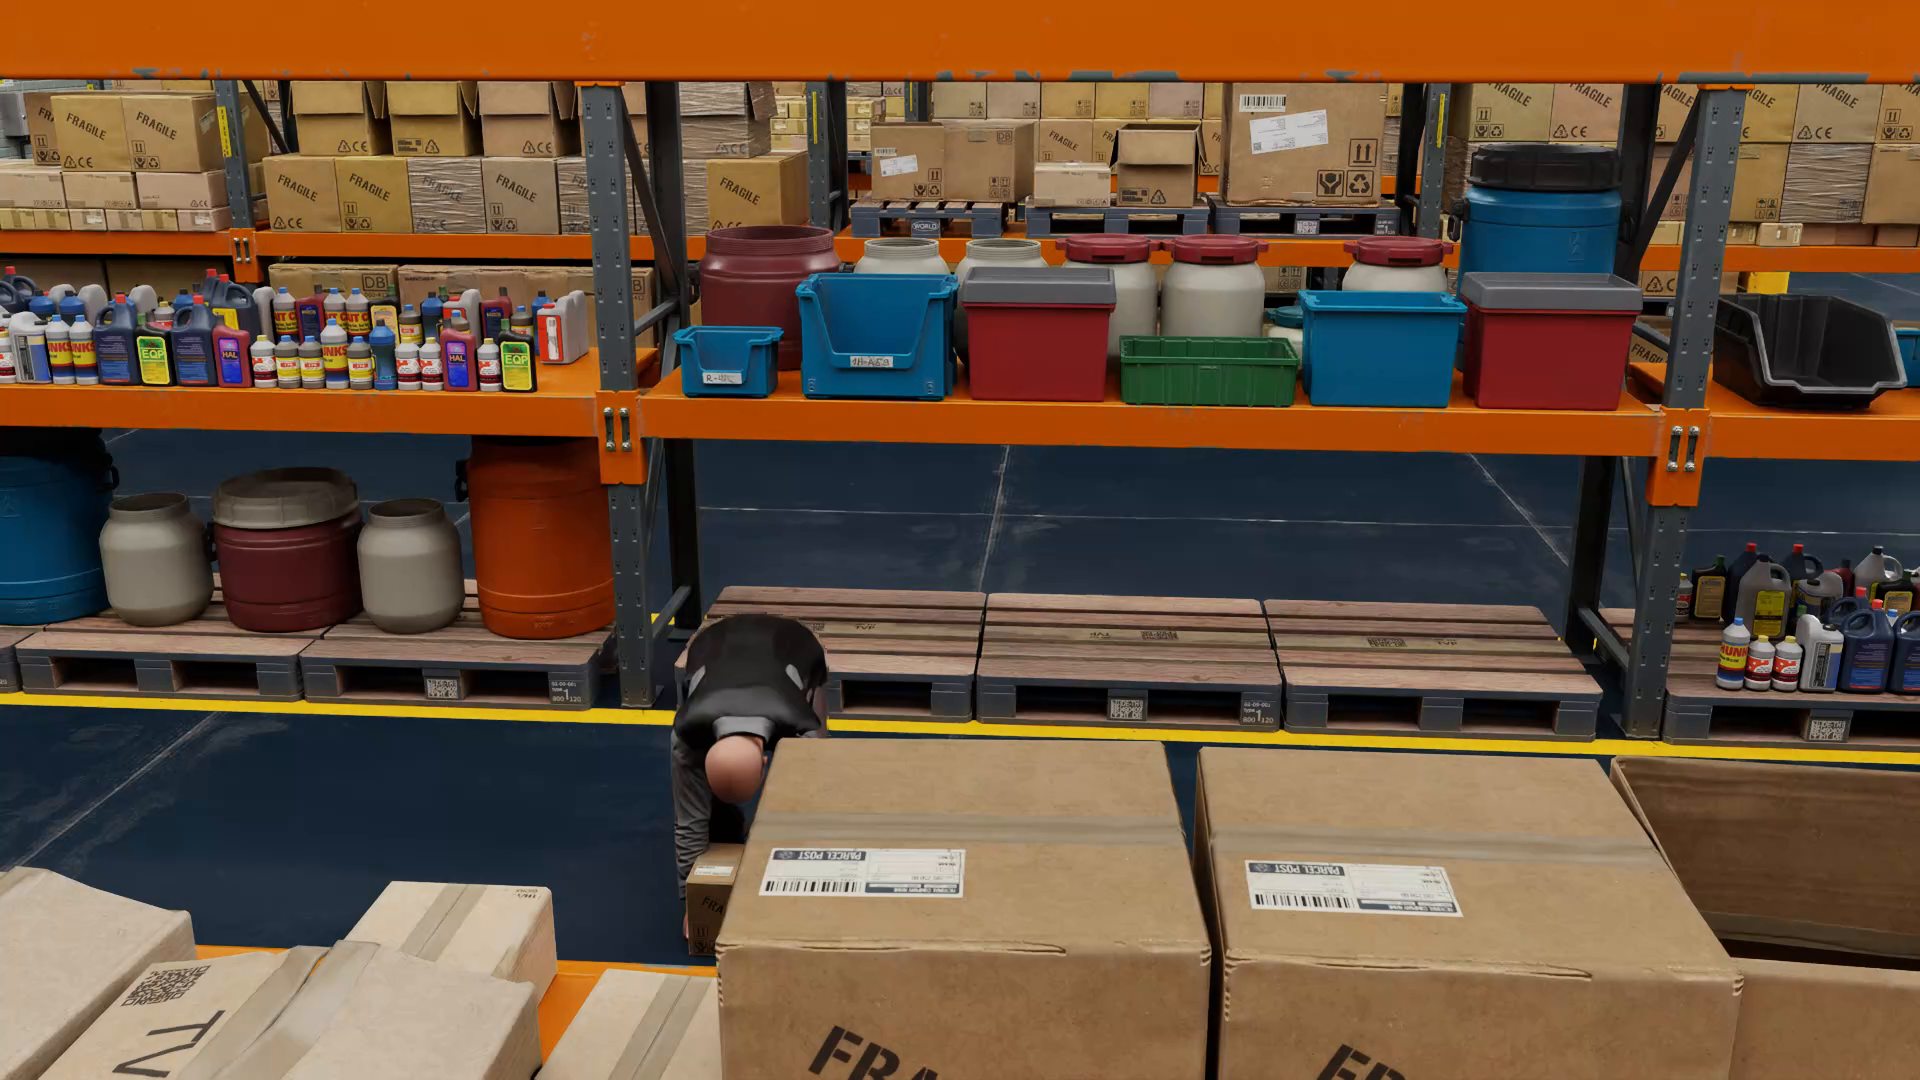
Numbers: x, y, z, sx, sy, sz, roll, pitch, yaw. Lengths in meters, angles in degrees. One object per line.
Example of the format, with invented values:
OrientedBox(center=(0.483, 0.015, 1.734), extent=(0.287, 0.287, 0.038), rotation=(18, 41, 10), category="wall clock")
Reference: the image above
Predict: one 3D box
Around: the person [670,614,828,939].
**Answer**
OrientedBox(center=(-0.664, 0.728, 5.266), extent=(0.505, 0.872, 0.952), rotation=(1, 17, 2), category="person")
